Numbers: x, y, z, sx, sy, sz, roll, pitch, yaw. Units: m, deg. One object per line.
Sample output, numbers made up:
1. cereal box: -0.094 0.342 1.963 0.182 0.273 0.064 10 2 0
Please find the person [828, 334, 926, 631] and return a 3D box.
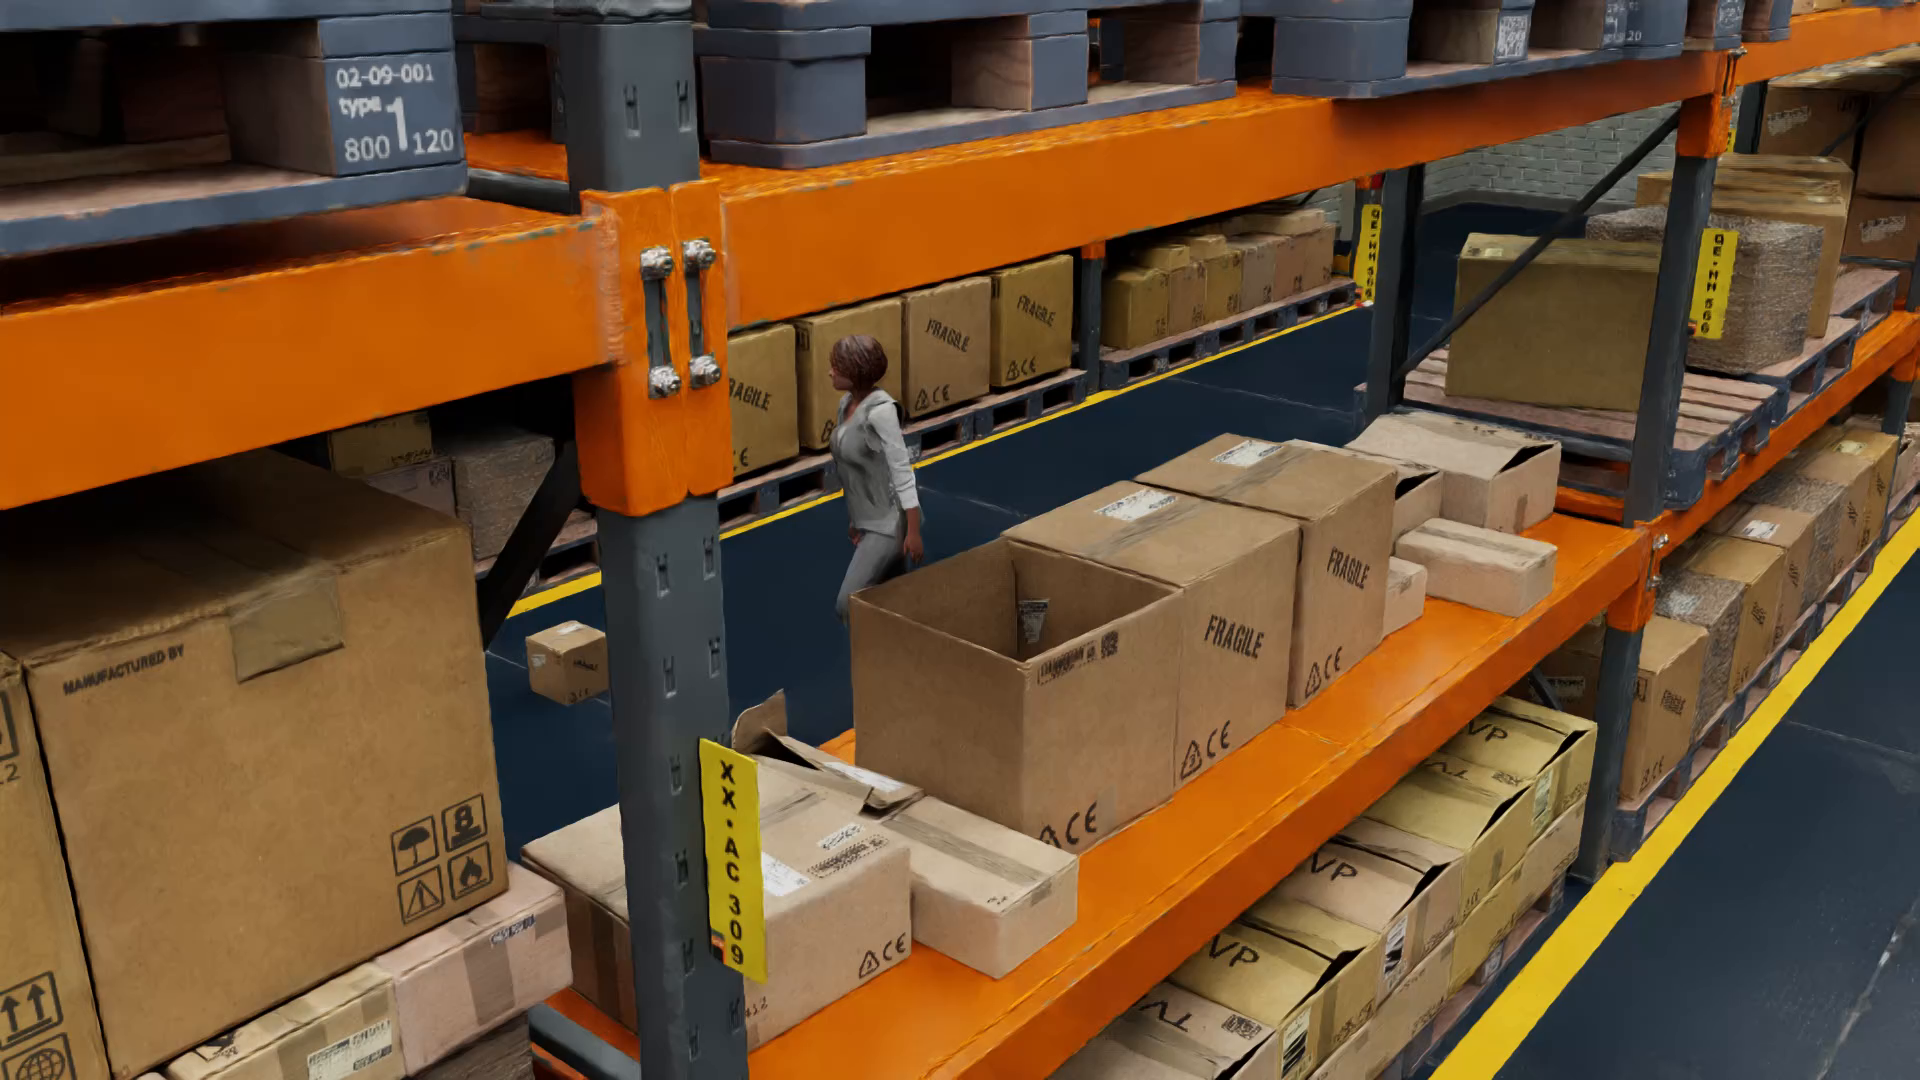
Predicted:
1. person: -0.296 -0.059 6.706 0.493 1.584 0.442 -6 21 -16
